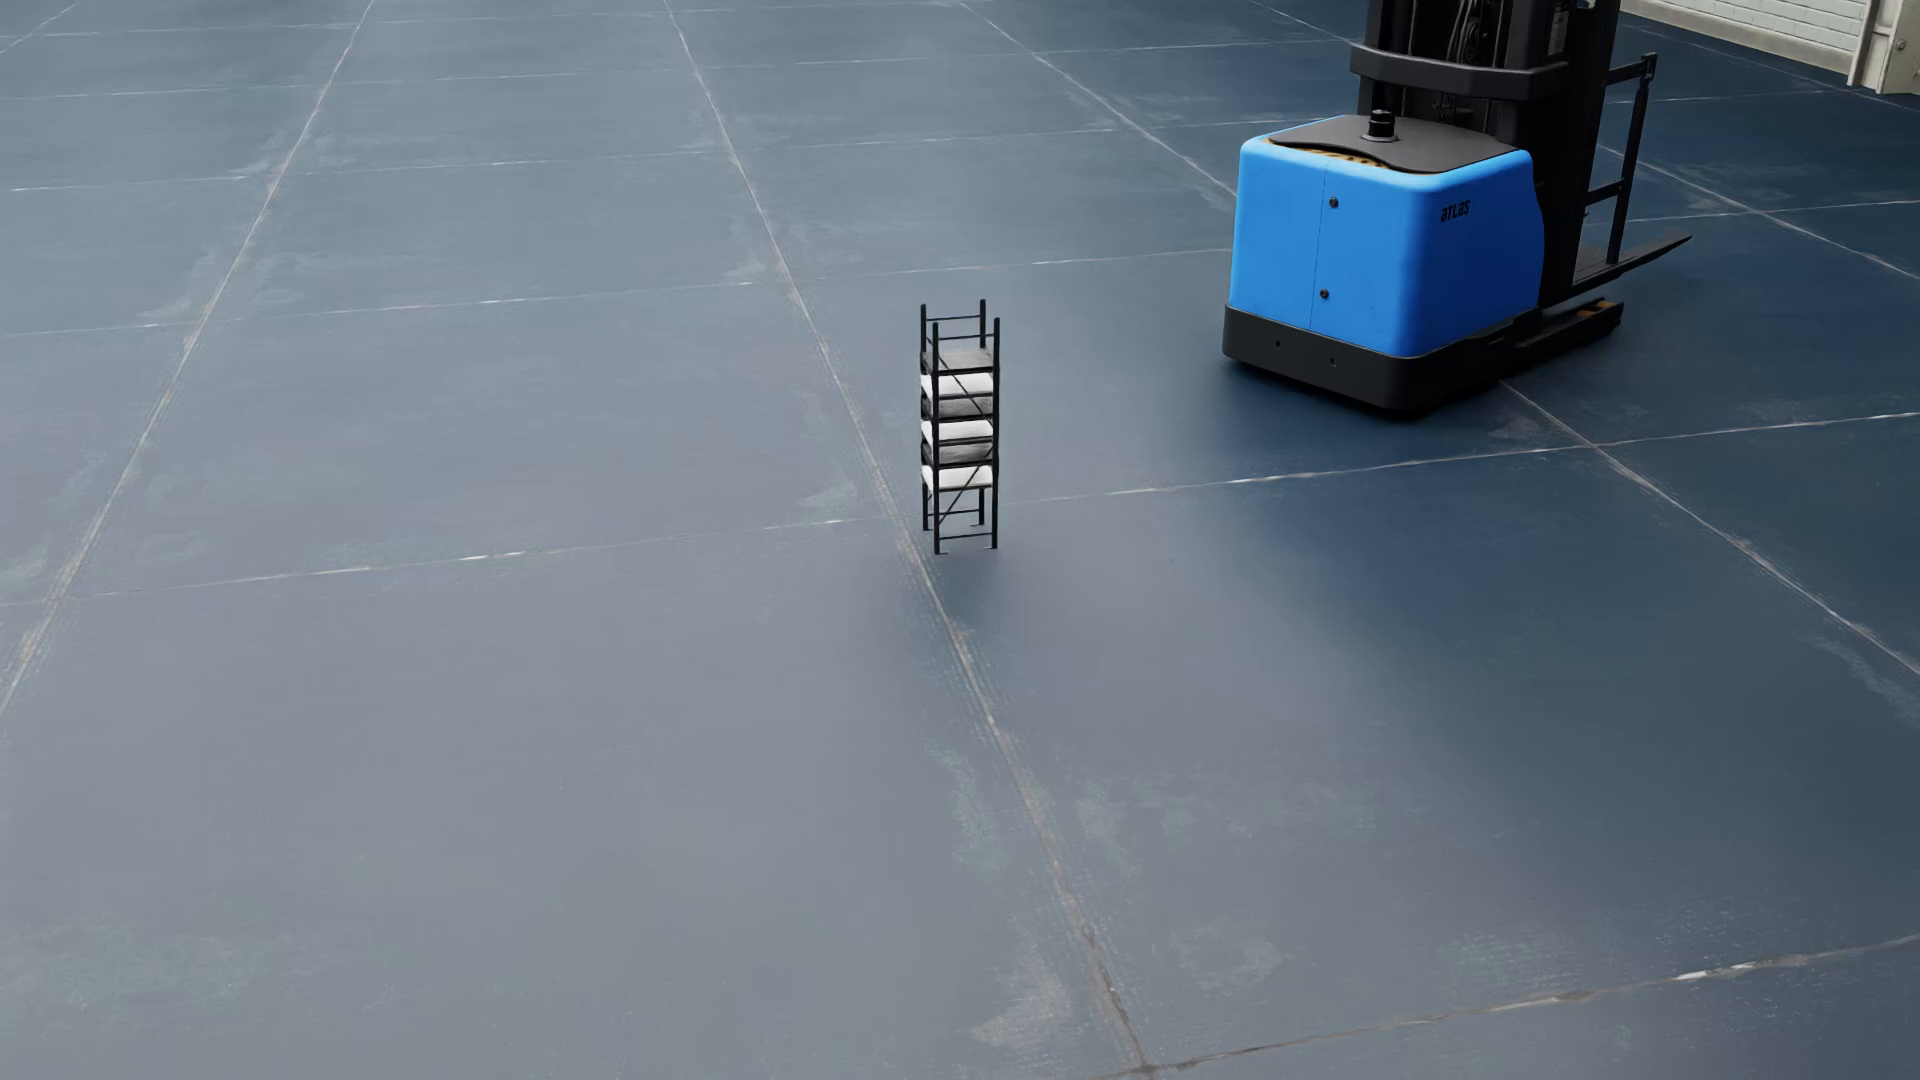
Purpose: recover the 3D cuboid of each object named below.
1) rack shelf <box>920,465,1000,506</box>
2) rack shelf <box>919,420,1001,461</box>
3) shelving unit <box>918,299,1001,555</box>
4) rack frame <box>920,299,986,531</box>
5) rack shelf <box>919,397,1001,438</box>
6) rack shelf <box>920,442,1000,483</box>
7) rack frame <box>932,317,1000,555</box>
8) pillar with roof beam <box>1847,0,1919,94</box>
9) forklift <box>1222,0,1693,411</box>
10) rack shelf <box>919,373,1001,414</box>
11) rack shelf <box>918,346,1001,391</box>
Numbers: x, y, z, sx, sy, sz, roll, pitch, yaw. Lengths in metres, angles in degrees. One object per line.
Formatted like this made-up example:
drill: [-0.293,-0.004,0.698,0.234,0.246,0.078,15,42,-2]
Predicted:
rack shelf: [-0.002,-0.215,6.150,0.258,0.077,0.200,-6,27,-12]
rack shelf: [-0.002,-0.376,6.069,0.258,0.077,0.200,-6,27,-12]
shelving unit: [-0.002,-0.405,6.054,0.258,0.900,0.210,-6,27,-12]
rack frame: [-0.025,-0.450,6.143,0.240,0.900,0.006,-6,27,-12]
rack shelf: [-0.002,-0.456,6.029,0.258,0.077,0.200,-6,27,-12]
rack shelf: [-0.002,-0.295,6.110,0.258,0.077,0.200,-6,27,-12]
rack frame: [0.021,-0.361,5.966,0.240,0.900,0.006,-6,27,-12]
pillar with roof beam: [3.289,-7.257,10.641,9.100,9.000,0.400,-6,27,-12]
forklift: [2.658,-2.423,7.798,3.031,2.935,1.130,-23,35,-37]
rack shelf: [-0.002,-0.536,5.988,0.258,0.077,0.200,-6,27,-12]
rack shelf: [-0.002,-0.617,5.948,0.258,0.077,0.200,-6,27,-12]
